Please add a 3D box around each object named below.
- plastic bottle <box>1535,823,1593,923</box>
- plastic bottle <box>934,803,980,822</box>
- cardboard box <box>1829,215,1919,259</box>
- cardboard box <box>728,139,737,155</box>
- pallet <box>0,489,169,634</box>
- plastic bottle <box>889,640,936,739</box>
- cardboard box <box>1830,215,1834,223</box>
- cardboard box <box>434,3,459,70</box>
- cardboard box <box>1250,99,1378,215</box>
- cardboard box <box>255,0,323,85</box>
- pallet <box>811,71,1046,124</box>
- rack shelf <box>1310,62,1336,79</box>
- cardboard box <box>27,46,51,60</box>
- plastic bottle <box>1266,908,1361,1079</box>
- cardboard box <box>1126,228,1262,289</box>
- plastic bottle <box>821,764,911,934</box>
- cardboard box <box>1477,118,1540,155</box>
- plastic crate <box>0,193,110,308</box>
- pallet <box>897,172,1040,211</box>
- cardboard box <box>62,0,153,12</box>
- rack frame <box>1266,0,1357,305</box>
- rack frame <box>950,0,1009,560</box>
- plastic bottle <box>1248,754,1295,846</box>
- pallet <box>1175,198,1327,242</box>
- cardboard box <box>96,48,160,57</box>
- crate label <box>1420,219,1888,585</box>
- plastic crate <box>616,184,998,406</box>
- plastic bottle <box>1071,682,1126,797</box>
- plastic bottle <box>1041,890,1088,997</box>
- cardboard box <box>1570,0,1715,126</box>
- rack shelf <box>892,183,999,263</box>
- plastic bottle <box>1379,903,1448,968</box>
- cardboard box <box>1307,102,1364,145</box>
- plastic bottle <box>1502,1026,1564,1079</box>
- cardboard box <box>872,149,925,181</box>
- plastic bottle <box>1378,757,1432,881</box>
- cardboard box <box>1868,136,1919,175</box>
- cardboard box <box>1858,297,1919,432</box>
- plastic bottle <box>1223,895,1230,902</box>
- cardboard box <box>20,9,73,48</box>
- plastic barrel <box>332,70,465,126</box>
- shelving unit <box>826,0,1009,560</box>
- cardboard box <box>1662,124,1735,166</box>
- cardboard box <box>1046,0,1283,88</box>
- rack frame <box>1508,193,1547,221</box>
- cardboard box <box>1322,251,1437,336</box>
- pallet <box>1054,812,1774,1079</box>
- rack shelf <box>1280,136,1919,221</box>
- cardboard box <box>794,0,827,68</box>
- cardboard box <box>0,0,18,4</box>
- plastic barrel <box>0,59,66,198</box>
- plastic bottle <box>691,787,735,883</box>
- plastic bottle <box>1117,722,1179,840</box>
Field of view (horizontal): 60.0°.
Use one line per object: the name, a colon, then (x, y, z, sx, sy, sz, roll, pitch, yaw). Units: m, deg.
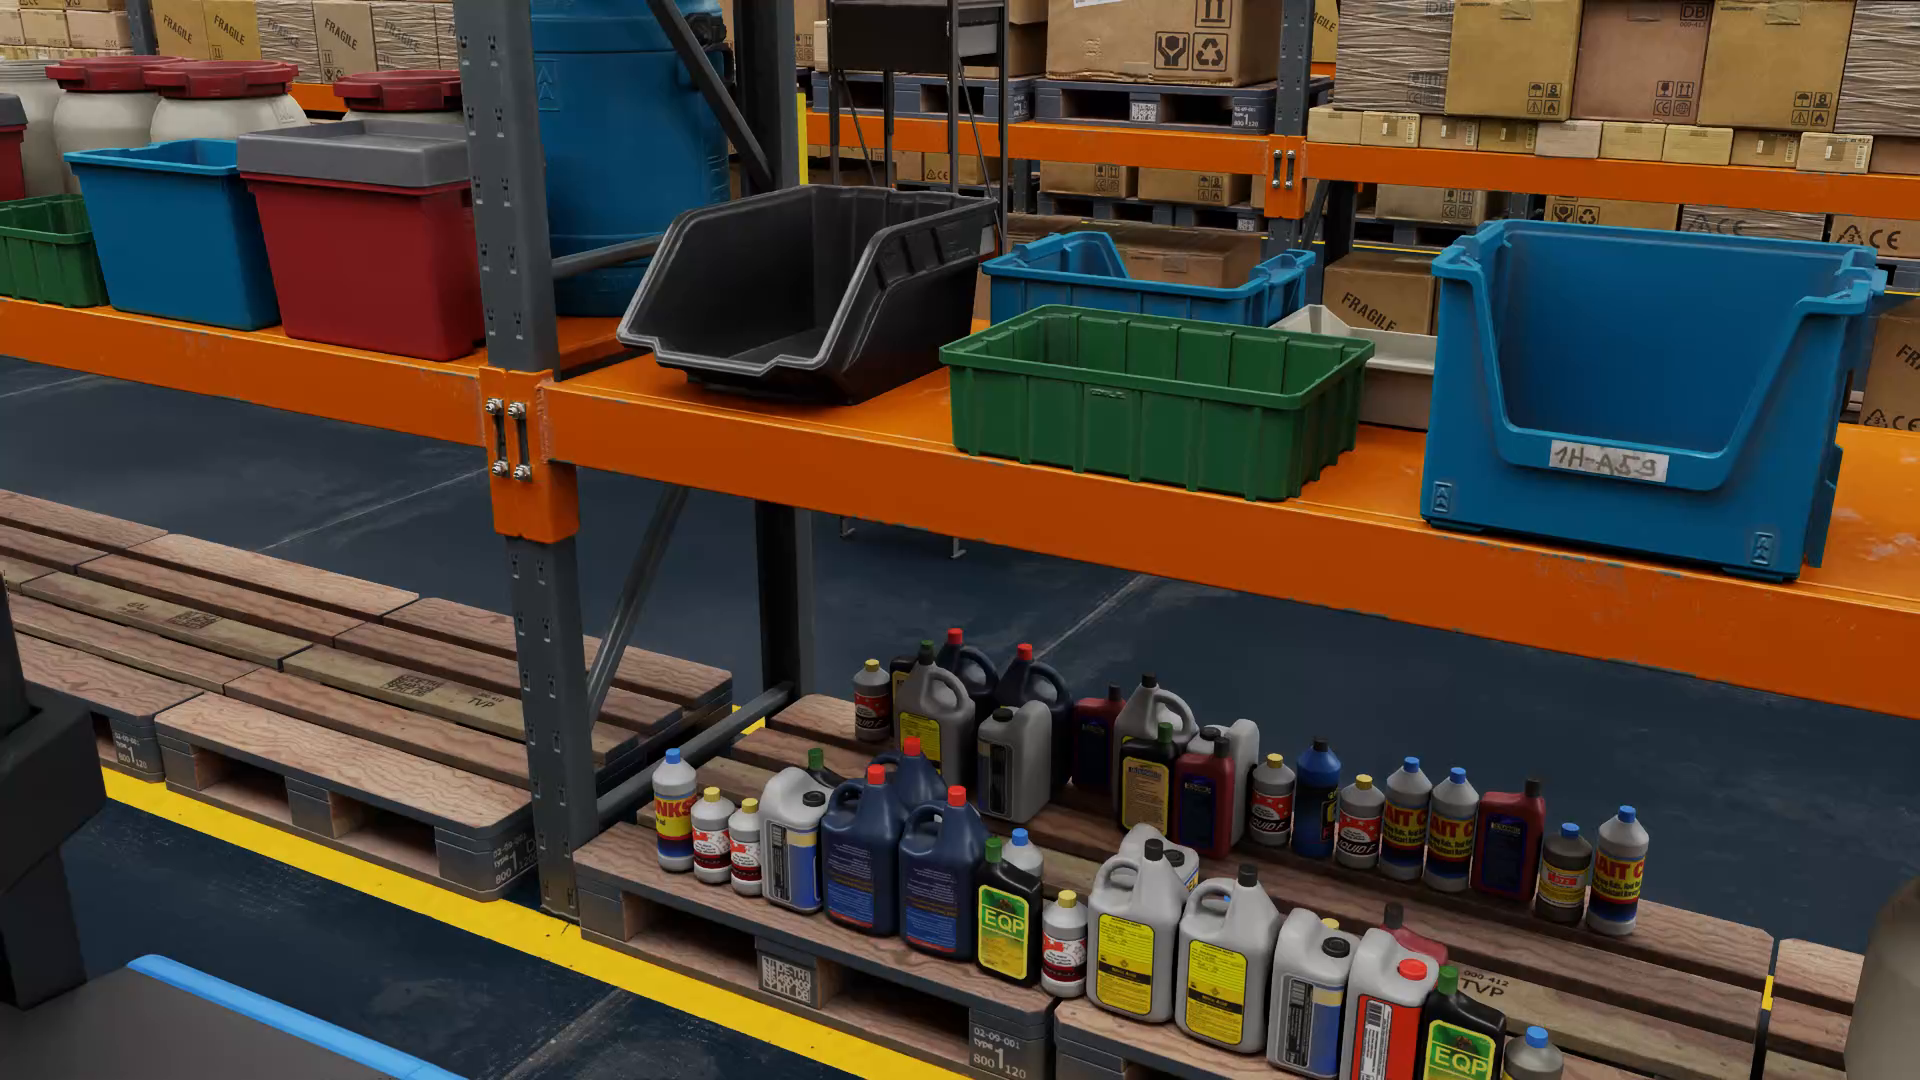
plastic bottle: (1.277, 0.694, 3.511, 0.097, 0.201, 0.097, 0, 20, 0)
plastic bottle: (-0.006, 0.654, 3.520, 0.097, 0.271, 0.097, 0, 20, 0)
cardboard box: (6.327, -2.375, 11.012, 0.875, 0.875, 0.875, 10, 22, 26)
cardboard box: (-1.777, -3.666, 15.122, 0.500, 0.500, 0.500, 12, 23, 30)
pallet: (-3.529, 0.118, 5.730, 1.213, 0.211, 1.003, 11, 23, 27)
plastic bottle: (-0.113, 0.384, 4.246, 0.133, 0.283, 0.061, 12, 23, 30)
cardboard box: (7.278, -2.792, 13.325, 0.637, 0.503, 0.797, -4, 20, -10)
cardboard box: (-2.755, -2.948, 9.946, 0.500, 0.500, 0.500, 11, 22, 27)
cardboard box: (2.802, -2.980, 12.865, 0.750, 0.750, 1.050, 11, 23, 27)
cardboard box: (-4.107, -3.202, 10.648, 0.500, 0.500, 0.500, 10, 22, 26)
pallet: (-0.023, -2.401, 8.865, 1.213, 0.211, 1.003, 11, 23, 27)
rack shelf: (2.483, -3.597, 12.937, 4.000, 0.370, 1.077, 11, 23, 27)
cardboard box: (-6.362, -3.436, 11.808, 0.250, 0.149, 0.380, 11, 23, 28)
plastic bottle: (0.653, 0.823, 3.047, 0.135, 0.276, 0.152, 10, 22, 26)
cardboard box: (1.196, -1.283, 8.523, 0.500, 0.500, 0.700, 9, 22, 23)
plastic bottle: (-0.192, 0.628, 3.474, 0.185, 0.351, 0.144, 11, 23, 29)
cardboard box: (2.429, -1.782, 7.246, 0.250, 0.149, 0.380, 11, 23, 27)
plastic crate: (-2.352, -0.774, 4.411, 0.662, 0.188, 0.450, 11, 23, 27)
pallet: (0.055, -3.087, 14.566, 1.213, 0.211, 1.003, 11, 23, 27)
cardboard box: (-5.794, -3.892, 11.379, 0.500, 0.500, 0.500, 12, 23, 29)
rack frame: (1.721, -2.143, 7.873, 0.127, 3.000, 1.000, 11, 23, 27)
rack frame: (0.069, -0.974, 5.971, 0.015, 2.100, 0.400, 11, 23, 27)
plastic bottle: (0.715, 0.587, 3.806, 0.097, 0.201, 0.097, 0, 20, 0)
pallet: (2.449, -2.600, 13.223, 1.213, 0.211, 1.003, 11, 23, 27)
cardboard box: (-5.689, -3.308, 11.454, 0.250, 0.149, 0.380, 11, 23, 28)
crate label: (1.059, -0.245, 2.590, 0.616, 0.435, 0.502, 11, 23, 27)
plastic crate: (-0.299, -0.514, 3.474, 0.504, 0.338, 0.767, 11, 23, 27)
plastic bottle: (0.339, 0.470, 4.009, 0.133, 0.283, 0.061, 13, 23, 31)
plastic bottle: (0.209, 0.784, 3.264, 0.097, 0.201, 0.097, 0, 20, 0)
cardboard box: (2.989, -2.089, 7.143, 0.500, 0.500, 0.875, 11, 23, 27)
rack shelf: (-0.145, -1.002, 6.088, 0.480, 0.518, 0.431, 11, 23, 27)
plastic bottle: (0.826, 0.810, 3.070, 0.133, 0.283, 0.061, 11, 23, 27)
cardboard box: (1.762, -1.899, 7.570, 0.250, 0.149, 0.380, 11, 23, 27)
plastic bottle: (0.981, 0.931, 2.859, 0.097, 0.201, 0.097, 0, 20, 0)
cardboard box: (-0.417, -3.409, 14.414, 0.500, 0.500, 0.500, 12, 23, 29)
plastic bottle: (0.981, 0.605, 3.654, 0.097, 0.271, 0.097, 0, 20, 0)
cardboard box: (3.765, -1.548, 6.603, 0.250, 0.149, 0.380, 11, 23, 27)
cardboard box: (4.138, -0.698, 6.940, 0.500, 0.500, 0.500, 18, 27, 41)
plastic bottle: (0.527, 0.788, 3.252, 0.097, 0.201, 0.097, 0, 20, 0)
cardboard box: (-6.229, -3.623, 11.738, 0.500, 0.250, 0.500, 12, 23, 29)
plastic barrel: (-1.422, -0.956, 4.403, 0.433, 0.535, 0.433, 0, 20, 0)
shelving unit: (-0.145, -1.015, 6.083, 0.503, 2.100, 0.431, 11, 23, 27)
cardboard box: (3.078, -1.654, 6.894, 0.250, 0.149, 0.380, 11, 23, 27)
cardboard box: (1.096, -2.796, 8.178, 1.000, 1.000, 1.000, 11, 23, 28)
rack frame: (4.229, -3.602, 11.897, 0.127, 3.000, 1.000, 11, 23, 27)
cardboard box: (2.051, -1.086, 8.011, 0.500, 0.500, 0.500, 10, 22, 26)
pallet: (0.941, 0.969, 3.383, 1.213, 0.211, 1.003, 11, 23, 27)
rack shelf: (3.467, -1.472, 7.079, 4.000, 0.370, 1.077, 11, 23, 27)
cardboard box: (-0.744, -2.911, 9.229, 0.500, 0.500, 0.700, 15, 25, 35)
cardboard box: (-7.315, -4.037, 12.879, 0.500, 0.250, 0.500, 10, 22, 25)
plastic barrel: (-2.816, -1.208, 5.133, 0.421, 0.512, 0.421, 0, 20, 0)
plastic bottle: (-0.541, 0.641, 3.658, 0.097, 0.201, 0.097, 0, 20, 0)
plastic bottle: (0.431, 0.544, 3.805, 0.133, 0.283, 0.061, 11, 23, 27)
